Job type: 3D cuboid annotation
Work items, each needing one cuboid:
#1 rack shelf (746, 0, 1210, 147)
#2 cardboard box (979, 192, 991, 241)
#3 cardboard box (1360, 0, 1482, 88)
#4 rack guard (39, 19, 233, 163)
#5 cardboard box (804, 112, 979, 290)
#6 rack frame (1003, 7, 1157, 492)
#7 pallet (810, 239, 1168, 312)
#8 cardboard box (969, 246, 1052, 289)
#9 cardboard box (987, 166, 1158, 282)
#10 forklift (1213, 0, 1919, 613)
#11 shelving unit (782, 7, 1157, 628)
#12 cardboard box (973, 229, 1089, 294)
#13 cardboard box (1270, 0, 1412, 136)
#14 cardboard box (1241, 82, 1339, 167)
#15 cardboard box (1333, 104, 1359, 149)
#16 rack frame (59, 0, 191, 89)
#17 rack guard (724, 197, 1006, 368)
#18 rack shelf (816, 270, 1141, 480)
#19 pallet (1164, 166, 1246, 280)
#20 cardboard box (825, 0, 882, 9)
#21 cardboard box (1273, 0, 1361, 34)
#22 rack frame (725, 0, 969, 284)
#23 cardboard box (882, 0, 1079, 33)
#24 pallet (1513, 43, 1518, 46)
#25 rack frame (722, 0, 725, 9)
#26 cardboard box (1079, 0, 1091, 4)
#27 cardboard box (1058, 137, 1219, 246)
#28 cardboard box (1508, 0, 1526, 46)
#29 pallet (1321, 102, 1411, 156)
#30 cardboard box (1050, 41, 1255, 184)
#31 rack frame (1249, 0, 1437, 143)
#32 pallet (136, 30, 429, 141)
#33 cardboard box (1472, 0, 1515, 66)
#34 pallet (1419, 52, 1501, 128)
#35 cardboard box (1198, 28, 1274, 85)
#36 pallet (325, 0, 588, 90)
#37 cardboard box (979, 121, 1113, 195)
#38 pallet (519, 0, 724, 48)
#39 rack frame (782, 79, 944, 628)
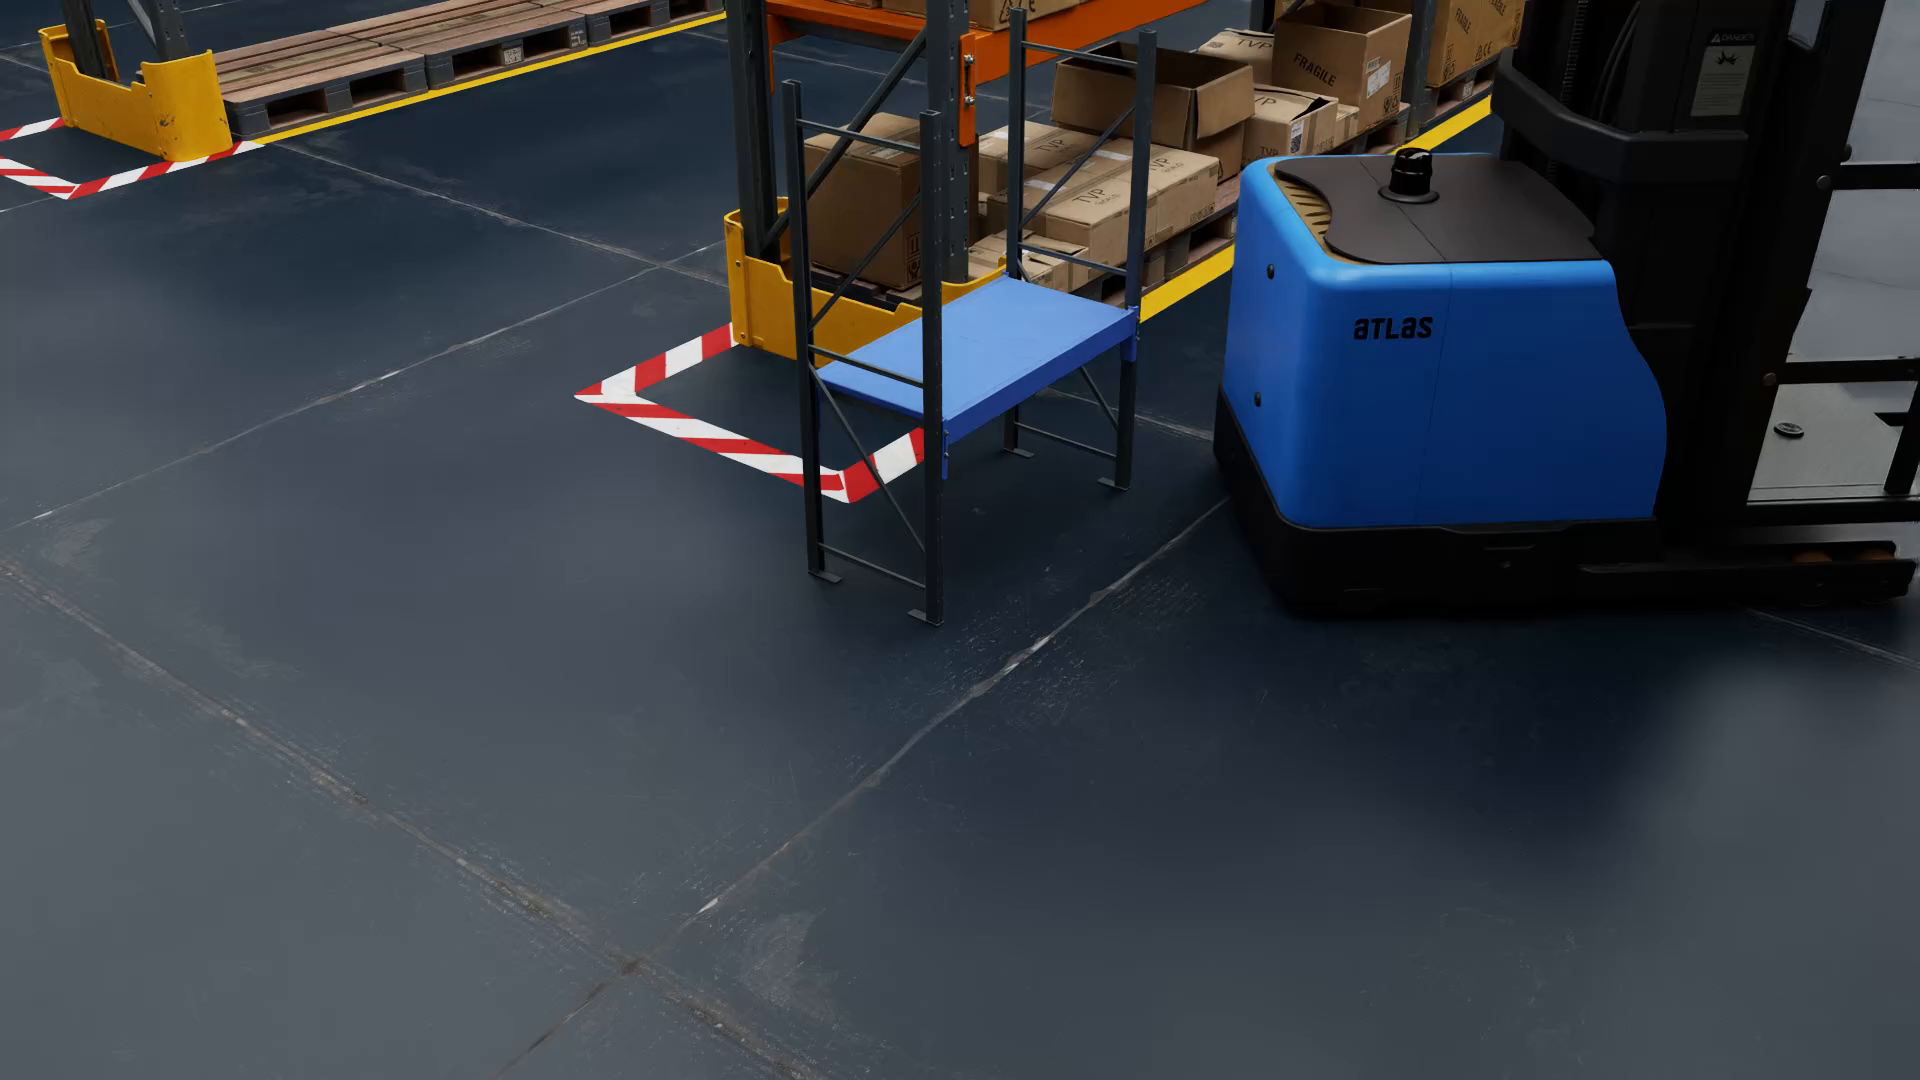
[{"bbox_3d":[0.805,-2.449,7.146,1.077,0.370,4.000,21,37,31],"label":"rack shelf"},{"bbox_3d":[0.045,-1.350,6.933,0.380,0.166,0.250,21,37,31],"label":"cardboard box"},{"bbox_3d":[2.498,-2.807,9.065,0.500,0.500,0.500,19,36,29],"label":"cardboard box"},{"bbox_3d":[-4.354,-2.383,8.780,1.175,0.500,0.348,21,37,31],"label":"rack guard"},{"bbox_3d":[-0.271,-1.357,6.617,0.500,0.500,0.500,21,37,31],"label":"cardboard box"},{"bbox_3d":[0.358,-0.887,5.275,0.500,1.500,0.032,21,37,31],"label":"rack frame"},{"bbox_3d":[0.124,-1.101,6.902,1.003,0.211,1.213,21,37,31],"label":"pallet"},{"bbox_3d":[0.124,-0.973,6.315,0.380,0.149,0.250,21,37,31],"label":"cardboard box"},{"bbox_3d":[0.454,-1.289,6.749,0.500,0.250,0.500,21,37,31],"label":"cardboard box"},{"bbox_3d":[2.393,-1.332,4.622,3.031,2.935,1.130,-2,31,-3],"label":"forklift"},{"bbox_3d":[0.051,-0.680,4.926,0.538,1.500,1.048,21,37,31],"label":"shelving unit"},{"bbox_3d":[0.275,-1.082,6.481,0.380,0.166,0.250,21,37,31],"label":"cardboard box"},{"bbox_3d":[1.894,-2.367,8.322,0.500,0.500,0.500,21,37,31],"label":"cardboard box"},{"bbox_3d":[1.441,-1.980,7.855,0.500,0.311,0.500,21,37,31],"label":"cardboard box"},{"bbox_3d":[1.716,-2.045,8.123,0.380,0.149,0.250,21,37,31],"label":"cardboard box"},{"bbox_3d":[-4.350,-3.472,8.166,1.000,3.000,0.127,21,37,31],"label":"rack frame"},{"bbox_3d":[-0.357,-0.901,6.281,1.175,0.500,0.348,21,37,31],"label":"rack guard"},{"bbox_3d":[0.051,-0.525,5.018,0.538,0.185,1.000,21,37,31],"label":"rack shelf"},{"bbox_3d":[0.861,-1.595,7.735,1.003,0.211,1.213,21,37,31],"label":"pallet"},{"bbox_3d":[-0.349,-2.255,6.014,0.500,0.500,0.500,22,37,33],"label":"cardboard box"},{"bbox_3d":[2.081,-2.974,9.347,0.500,0.500,0.500,21,37,31],"label":"cardboard box"},{"bbox_3d":[-0.403,-1.946,5.591,1.000,3.000,0.127,21,37,31],"label":"rack frame"},{"bbox_3d":[0.075,-2.088,5.733,0.500,0.500,0.500,22,37,32],"label":"cardboard box"},{"bbox_3d":[3.209,-3.212,10.463,1.003,0.211,1.213,21,37,31],"label":"pallet"},{"bbox_3d":[-1.935,-5.098,10.909,1.000,3.000,0.127,21,37,31],"label":"rack frame"},{"bbox_3d":[0.383,-2.299,6.090,0.500,0.500,0.500,21,36,31],"label":"cardboard box"},{"bbox_3d":[0.755,-1.492,7.091,0.500,0.250,0.500,21,37,31],"label":"cardboard box"},{"bbox_3d":[3.119,-3.228,9.775,0.500,0.500,0.500,22,37,32],"label":"cardboard box"},{"bbox_3d":[1.597,-2.093,8.575,1.003,0.211,1.213,21,37,31],"label":"pallet"},{"bbox_3d":[0.882,-1.922,7.568,0.797,0.503,0.637,21,37,31],"label":"cardboard box"},{"bbox_3d":[2.012,-3.572,8.335,1.000,3.000,0.127,21,37,31],"label":"rack frame"},{"bbox_3d":[-3.821,-2.595,9.422,1.003,0.211,1.213,21,37,31],"label":"pallet"},{"bbox_3d":[2.811,-3.027,9.437,0.500,0.500,0.500,22,37,32],"label":"cardboard box"},{"bbox_3d":[2.473,-2.714,9.623,1.003,0.211,1.213,21,37,31],"label":"pallet"},{"bbox_3d":[1.586,-2.500,8.732,0.500,0.311,0.500,21,37,31],"label":"cardboard box"},{"bbox_3d":[-3.084,-3.089,10.255,1.003,0.211,1.213,21,37,31],"label":"pallet"},{"bbox_3d":[0.327,-1.626,7.317,0.500,0.250,0.500,21,37,31],"label":"cardboard box"},{"bbox_3d":[-2.348,-3.587,11.096,1.003,0.211,1.213,21,37,31],"label":"pallet"},{"bbox_3d":[-0.255,-0.473,4.577,0.500,1.500,0.032,21,37,31],"label":"rack frame"}]
